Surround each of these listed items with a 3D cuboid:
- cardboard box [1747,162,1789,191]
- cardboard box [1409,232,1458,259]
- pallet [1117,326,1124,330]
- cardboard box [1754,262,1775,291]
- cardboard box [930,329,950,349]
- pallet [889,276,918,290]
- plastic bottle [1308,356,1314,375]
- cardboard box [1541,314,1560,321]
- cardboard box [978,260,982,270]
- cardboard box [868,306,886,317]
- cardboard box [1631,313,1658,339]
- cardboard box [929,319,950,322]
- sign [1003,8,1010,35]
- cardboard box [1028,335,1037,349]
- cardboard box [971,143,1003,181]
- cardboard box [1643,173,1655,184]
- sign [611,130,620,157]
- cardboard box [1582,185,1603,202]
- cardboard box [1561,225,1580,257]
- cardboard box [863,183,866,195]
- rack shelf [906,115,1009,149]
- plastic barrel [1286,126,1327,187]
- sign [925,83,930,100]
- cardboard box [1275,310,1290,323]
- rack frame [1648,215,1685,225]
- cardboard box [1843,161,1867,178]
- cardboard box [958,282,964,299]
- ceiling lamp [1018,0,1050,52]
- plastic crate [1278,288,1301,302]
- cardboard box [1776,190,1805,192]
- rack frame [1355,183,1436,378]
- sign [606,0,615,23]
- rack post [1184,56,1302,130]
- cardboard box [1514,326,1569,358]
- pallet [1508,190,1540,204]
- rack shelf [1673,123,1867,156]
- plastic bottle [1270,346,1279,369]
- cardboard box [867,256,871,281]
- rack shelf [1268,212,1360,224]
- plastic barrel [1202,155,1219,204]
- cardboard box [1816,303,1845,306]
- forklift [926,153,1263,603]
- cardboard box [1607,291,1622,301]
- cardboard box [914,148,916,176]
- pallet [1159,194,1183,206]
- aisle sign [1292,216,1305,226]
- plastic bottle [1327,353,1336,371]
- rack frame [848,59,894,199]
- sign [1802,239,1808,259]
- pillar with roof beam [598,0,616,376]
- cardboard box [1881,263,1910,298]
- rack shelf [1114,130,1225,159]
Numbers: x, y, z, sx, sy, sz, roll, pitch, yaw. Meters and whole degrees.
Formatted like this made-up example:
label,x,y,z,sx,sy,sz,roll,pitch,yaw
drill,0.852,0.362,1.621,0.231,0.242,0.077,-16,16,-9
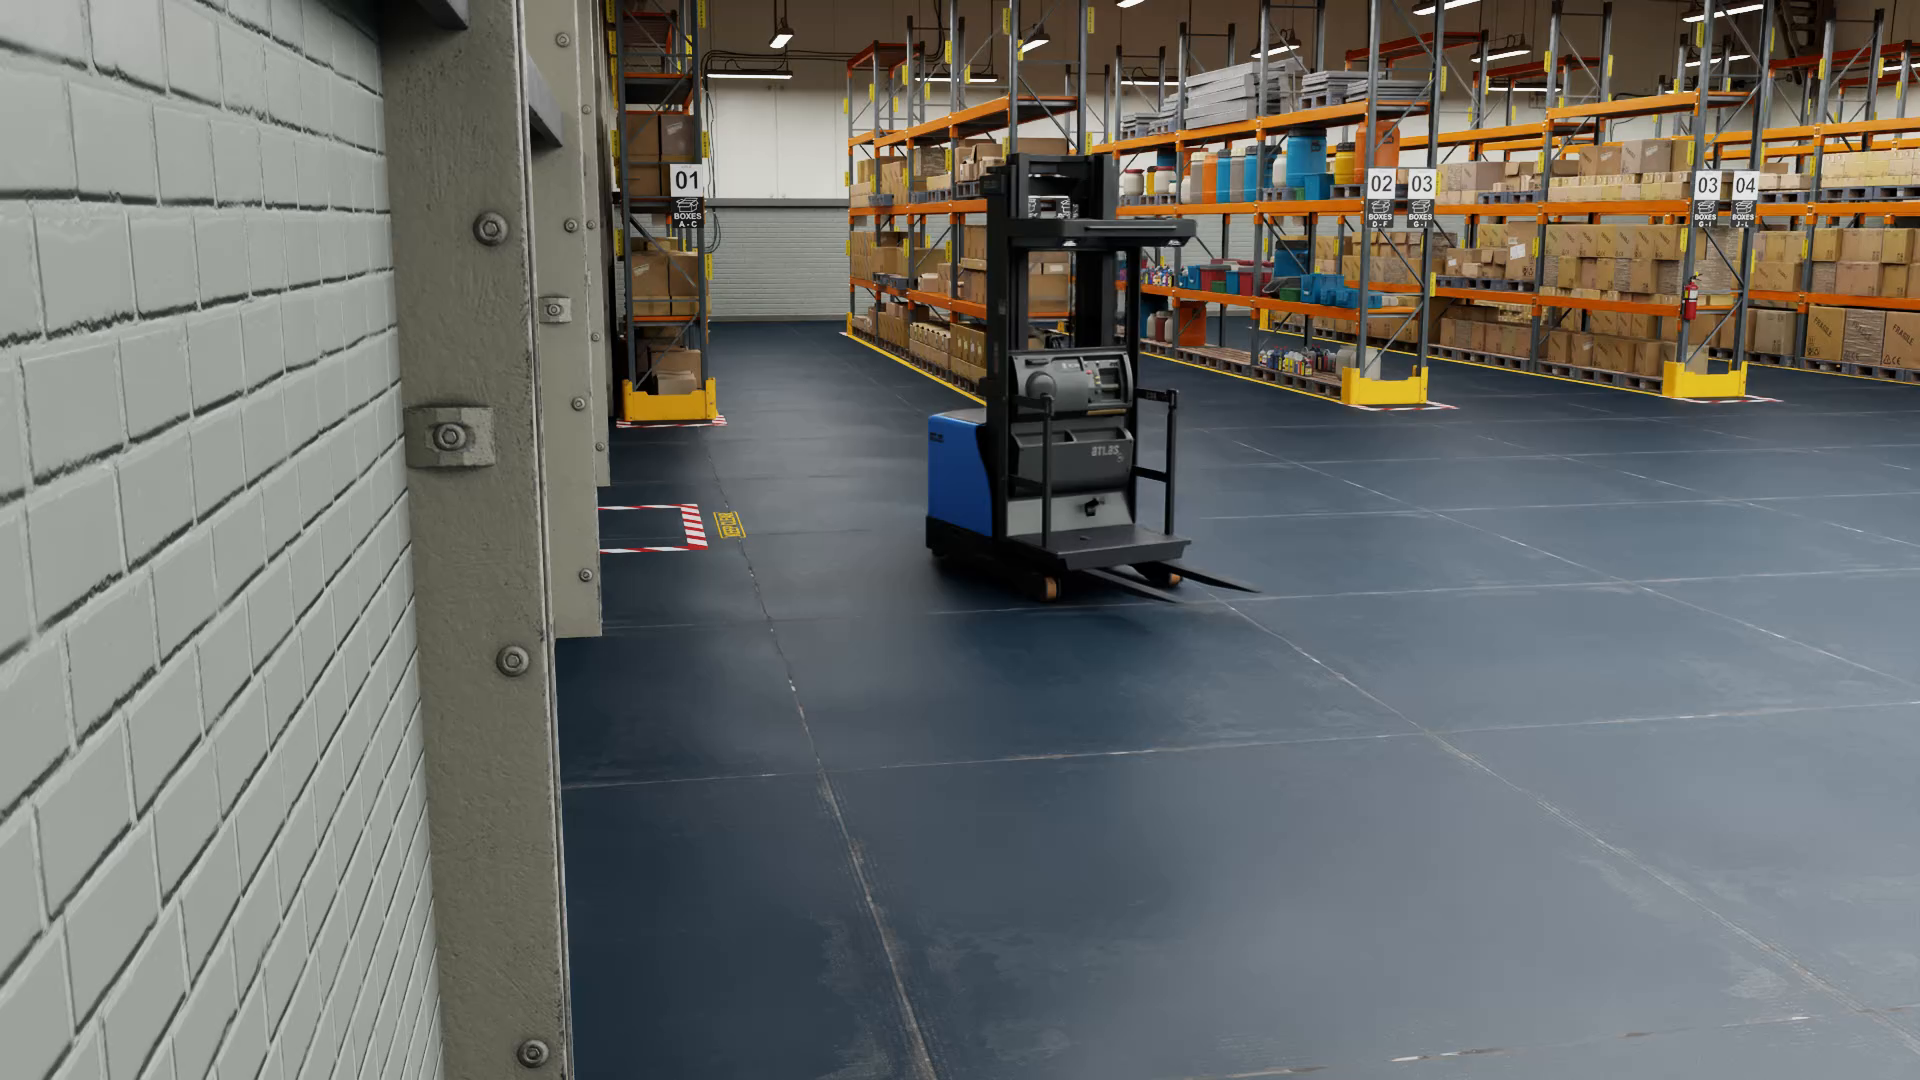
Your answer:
label,x,y,z,sx,sy,sz,roll,pitch,yaw
cardboard box,14.796,-6.663,30.499,0.500,0.500,0.500,-2,11,-11
cardboard box,9.172,-5.708,32.213,0.797,0.503,0.637,-2,11,-9
pallet,3.240,-4.573,36.657,1.003,0.211,1.213,-2,11,-11
cardboard box,14.499,-4.687,29.534,0.500,0.500,0.500,-2,11,-12
cardboard box,-0.203,-3.320,27.348,0.500,0.311,0.500,-2,11,-11
pallet,-0.620,-4.699,30.377,1.213,0.211,1.003,-2,11,-11
plastic bottle,5.291,-2.638,25.121,0.061,0.283,0.133,-2,11,-11
cardboard box,13.032,-4.925,36.756,0.380,0.149,0.250,-2,11,-10
cardboard box,0.475,-4.013,24.258,0.380,0.149,0.250,-2,11,-13
cardboard box,-1.568,-4.740,35.576,0.797,0.503,0.637,-2,11,-11
cardboard box,13.799,-4.283,33.238,0.500,0.500,0.500,-2,11,-11
cardboard box,-0.335,-3.850,30.909,0.500,0.500,0.500,-3,11,-13
sign,0.602,-6.632,21.265,0.100,0.325,0.005,-2,11,-11
cardboard box,0.740,-2.516,22.618,0.500,0.500,0.500,-2,11,-11
cardboard box,0.555,-5.431,23.912,0.797,0.503,0.637,-1,11,-5
cardboard box,10.326,-5.343,24.557,0.380,0.149,0.250,-2,11,-11
sign,-4.270,-4.916,20.611,0.100,0.325,0.005,-2,11,-11
cardboard box,10.107,-5.417,26.016,0.500,0.250,0.500,-3,11,-13
cardboard box,10.013,-4.801,26.660,0.500,0.500,0.500,-2,11,-11
cardboard box,-1.747,-7.314,34.642,0.500,0.250,0.500,-2,11,-11
rack shelf,-0.030,-6.702,27.336,1.077,0.370,4.000,-2,11,-11
plastic barrel,5.307,-5.857,25.462,0.600,0.901,0.708,-2,11,-11
sign,-0.654,-8.910,33.023,0.100,0.325,0.005,-2,11,-11
cardboard box,7.945,-5.547,38.876,0.875,0.875,0.875,-2,11,-11
rack frame,17.463,-6.859,41.211,1.000,3.000,0.127,-2,11,-11
cardboard box,14.881,-6.069,27.251,0.500,0.250,0.500,-2,11,-11
cardboard box,0.220,-3.953,26.345,0.500,0.250,0.500,-1,11,-7
ceiling lamp,1.616,-11.165,32.176,0.800,3.185,2.000,-2,11,-11
plastic crate,5.205,-3.754,25.466,0.450,0.188,0.662,-2,11,-11
cardboard box,18.128,-7.682,36.123,0.500,0.500,0.500,-2,11,-12
rack frame,5.996,-3.384,22.954,1.000,3.000,0.127,-2,11,-11
sign,-4.270,-6.491,20.311,0.100,0.325,0.005,-2,11,-11
rack post,4.751,-7.521,28.109,1.013,1.000,3.121,-2,11,-11
cardboard box,9.978,-3.399,28.543,0.700,0.500,0.500,-3,11,-15
pallet,10.061,-5.796,28.107,1.213,0.211,1.003,-2,11,-11
rack shelf,14.572,-7.224,30.076,1.077,0.370,4.000,-2,11,-11
plastic bottle,4.968,-2.869,26.157,0.144,0.351,0.185,-2,11,-9
cardboard box,-1.648,-5.631,34.494,0.500,0.500,0.500,-2,11,-9
rack shelf,8.132,-7.252,37.177,1.077,0.370,4.000,-2,11,-11
plastic barrel,4.514,-6.257,28.879,0.600,0.830,0.708,-2,11,-11
cardboard box,18.797,-4.848,35.203,0.875,0.875,0.875,-2,11,-10
forklift,0.882,-1.126,11.272,1.130,2.935,3.031,-6,12,-28
cardboard box,10.202,-3.757,25.584,0.380,0.149,0.250,-2,11,-11
cardboard box,-0.597,-6.859,30.249,0.500,0.500,0.500,-2,11,-11
pallet,4.387,-6.376,31.155,1.003,0.211,1.213,-2,11,-11
aisle sign,8.023,-7.800,39.201,0.394,0.787,0.004,-2,11,-11
plastic bottle,5.754,-2.764,25.803,0.152,0.276,0.135,-2,11,-10
rack frame,-1.975,-9.086,36.868,1.000,3.000,0.127,-2,11,-11
sign,14.431,-4.968,28.391,0.100,0.325,0.005,-2,11,-11
pillar with roof beam,-1.651,-7.325,27.613,9.100,9.000,0.548,-2,11,-11
cardboard box,15.365,-4.169,26.677,0.875,0.550,0.500,-2,11,-11
rack shelf,4.051,-7.615,32.133,1.077,0.370,4.000,-2,11,-11
